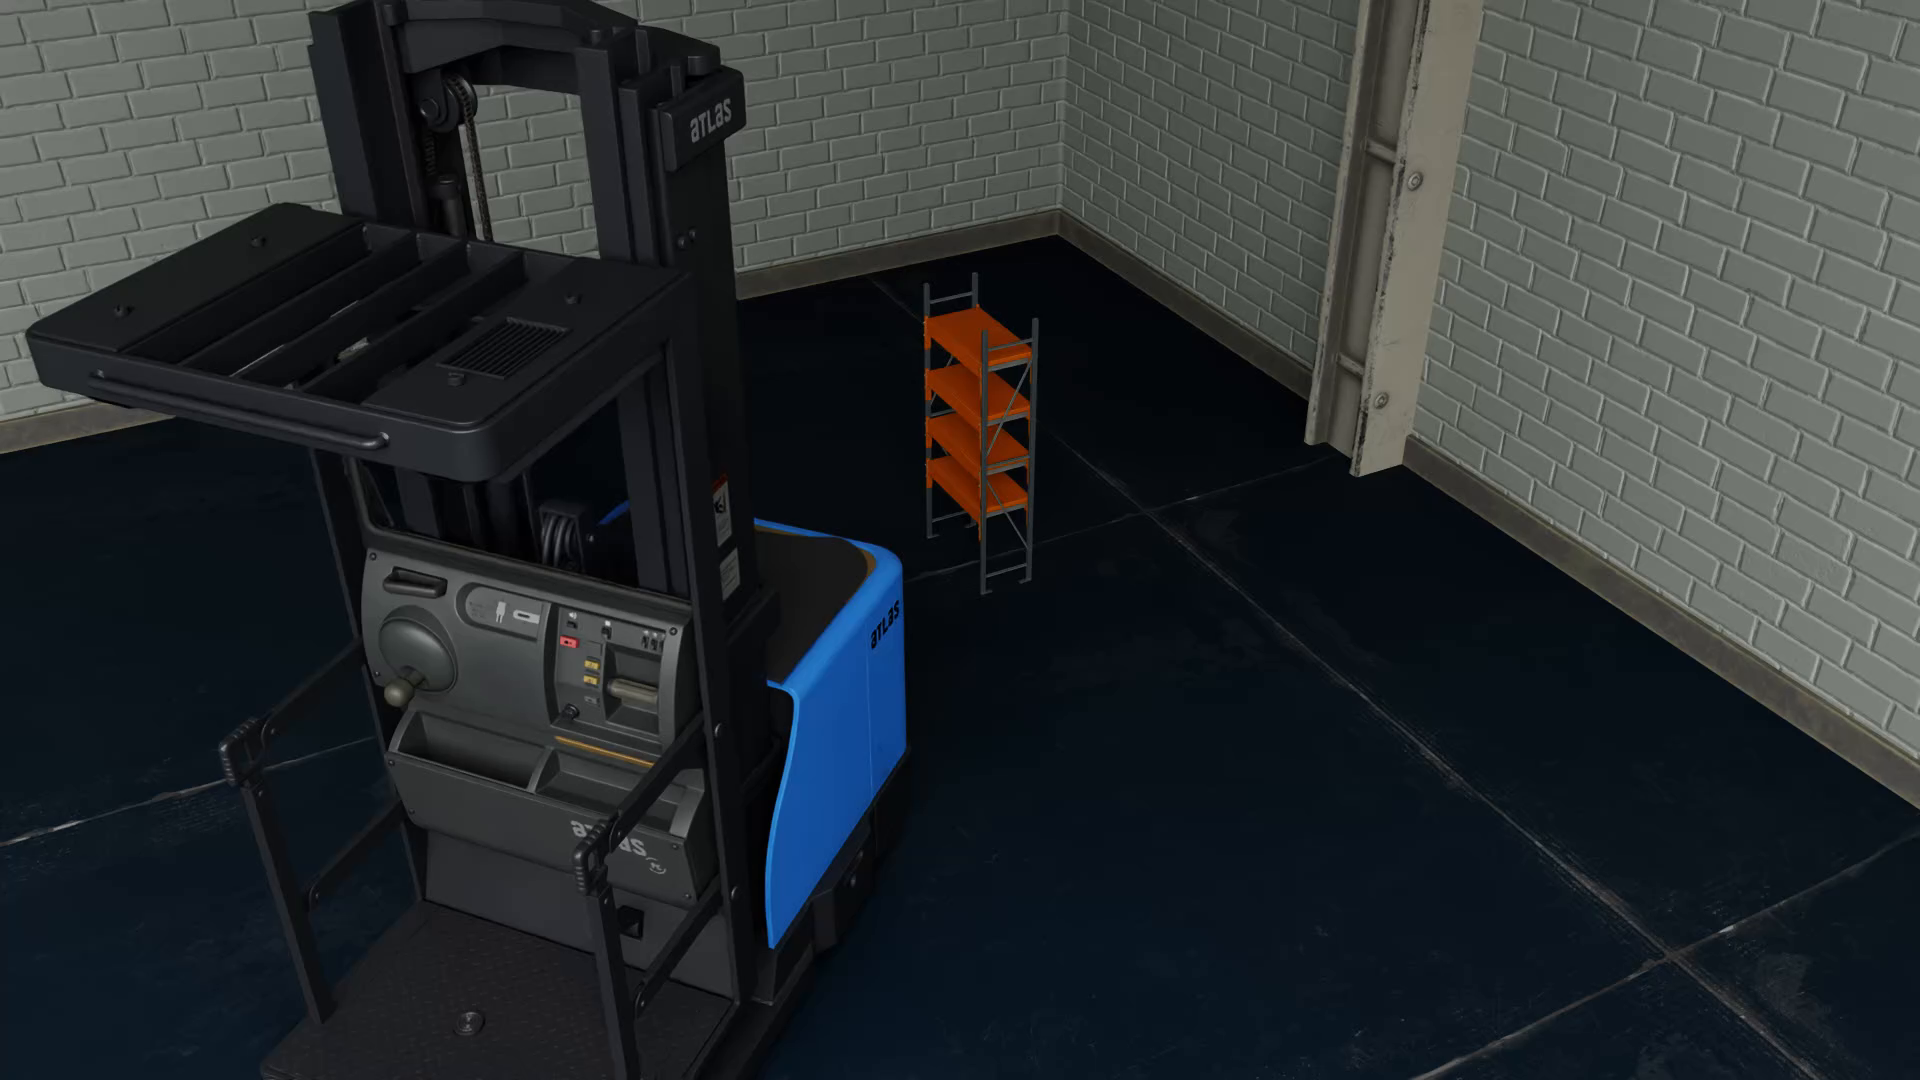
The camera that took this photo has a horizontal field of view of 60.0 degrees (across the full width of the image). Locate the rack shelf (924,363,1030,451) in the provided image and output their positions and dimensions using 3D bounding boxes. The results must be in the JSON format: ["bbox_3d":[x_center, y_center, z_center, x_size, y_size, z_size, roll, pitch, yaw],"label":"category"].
[{"bbox_3d":[0.077,-0.558,6.719,0.258,0.148,0.480,-16,36,-23],"label":"rack shelf"}]

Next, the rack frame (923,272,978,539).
[{"bbox_3d":[-0.037,-0.543,6.985,0.240,1.200,0.015,-16,36,-23],"label":"rack frame"}]

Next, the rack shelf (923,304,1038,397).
[{"bbox_3d":[0.077,-0.757,6.591,0.258,0.148,0.480,-16,36,-23],"label":"rack shelf"}]

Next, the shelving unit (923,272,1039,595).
[{"bbox_3d":[0.077,-0.426,6.803,0.258,1.200,0.503,-16,36,-23],"label":"shelving unit"}]

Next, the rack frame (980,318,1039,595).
[{"bbox_3d":[0.191,-0.310,6.621,0.240,1.200,0.015,-16,36,-23],"label":"rack frame"}]

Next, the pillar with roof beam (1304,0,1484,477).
[{"bbox_3d":[-1.930,-3.129,3.793,9.100,9.000,0.400,-16,36,-23],"label":"pillar with roof beam"}]

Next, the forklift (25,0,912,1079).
[{"bbox_3d":[-1.184,0.339,4.004,1.130,2.935,3.031,12,35,18],"label":"forklift"}]

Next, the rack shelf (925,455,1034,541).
[{"bbox_3d":[0.077,-0.202,6.946,0.258,0.148,0.480,-16,36,-23],"label":"rack shelf"}]

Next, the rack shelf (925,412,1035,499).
[{"bbox_3d":[0.077,-0.370,6.839,0.258,0.148,0.480,-16,36,-23],"label":"rack shelf"}]
